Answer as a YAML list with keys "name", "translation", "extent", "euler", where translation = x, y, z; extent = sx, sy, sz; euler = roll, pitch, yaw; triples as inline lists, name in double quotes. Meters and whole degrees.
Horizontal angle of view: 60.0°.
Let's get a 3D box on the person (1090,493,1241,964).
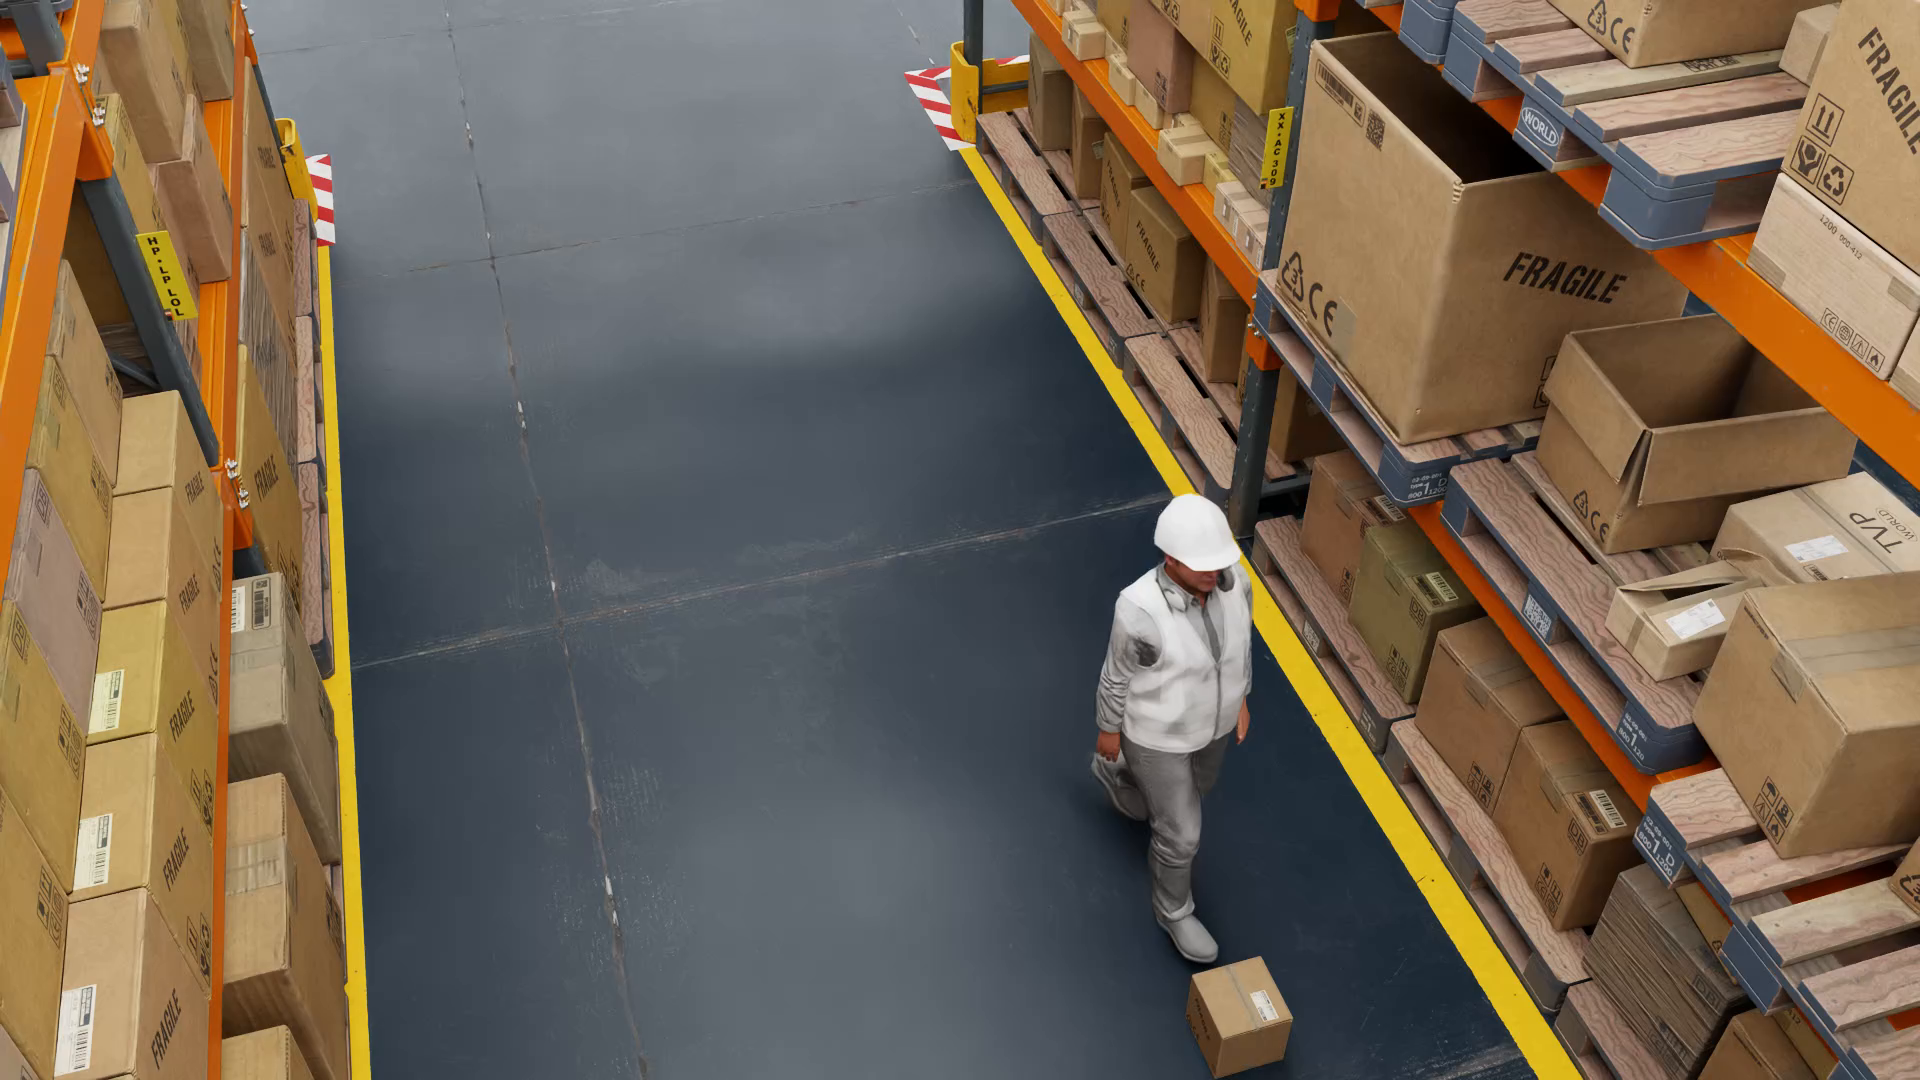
- name: "person"
  translation: [5.434, -1.467, 4.741]
  extent: [8.750, 5.793, 10.837]
  euler: [-28, 49, -28]
